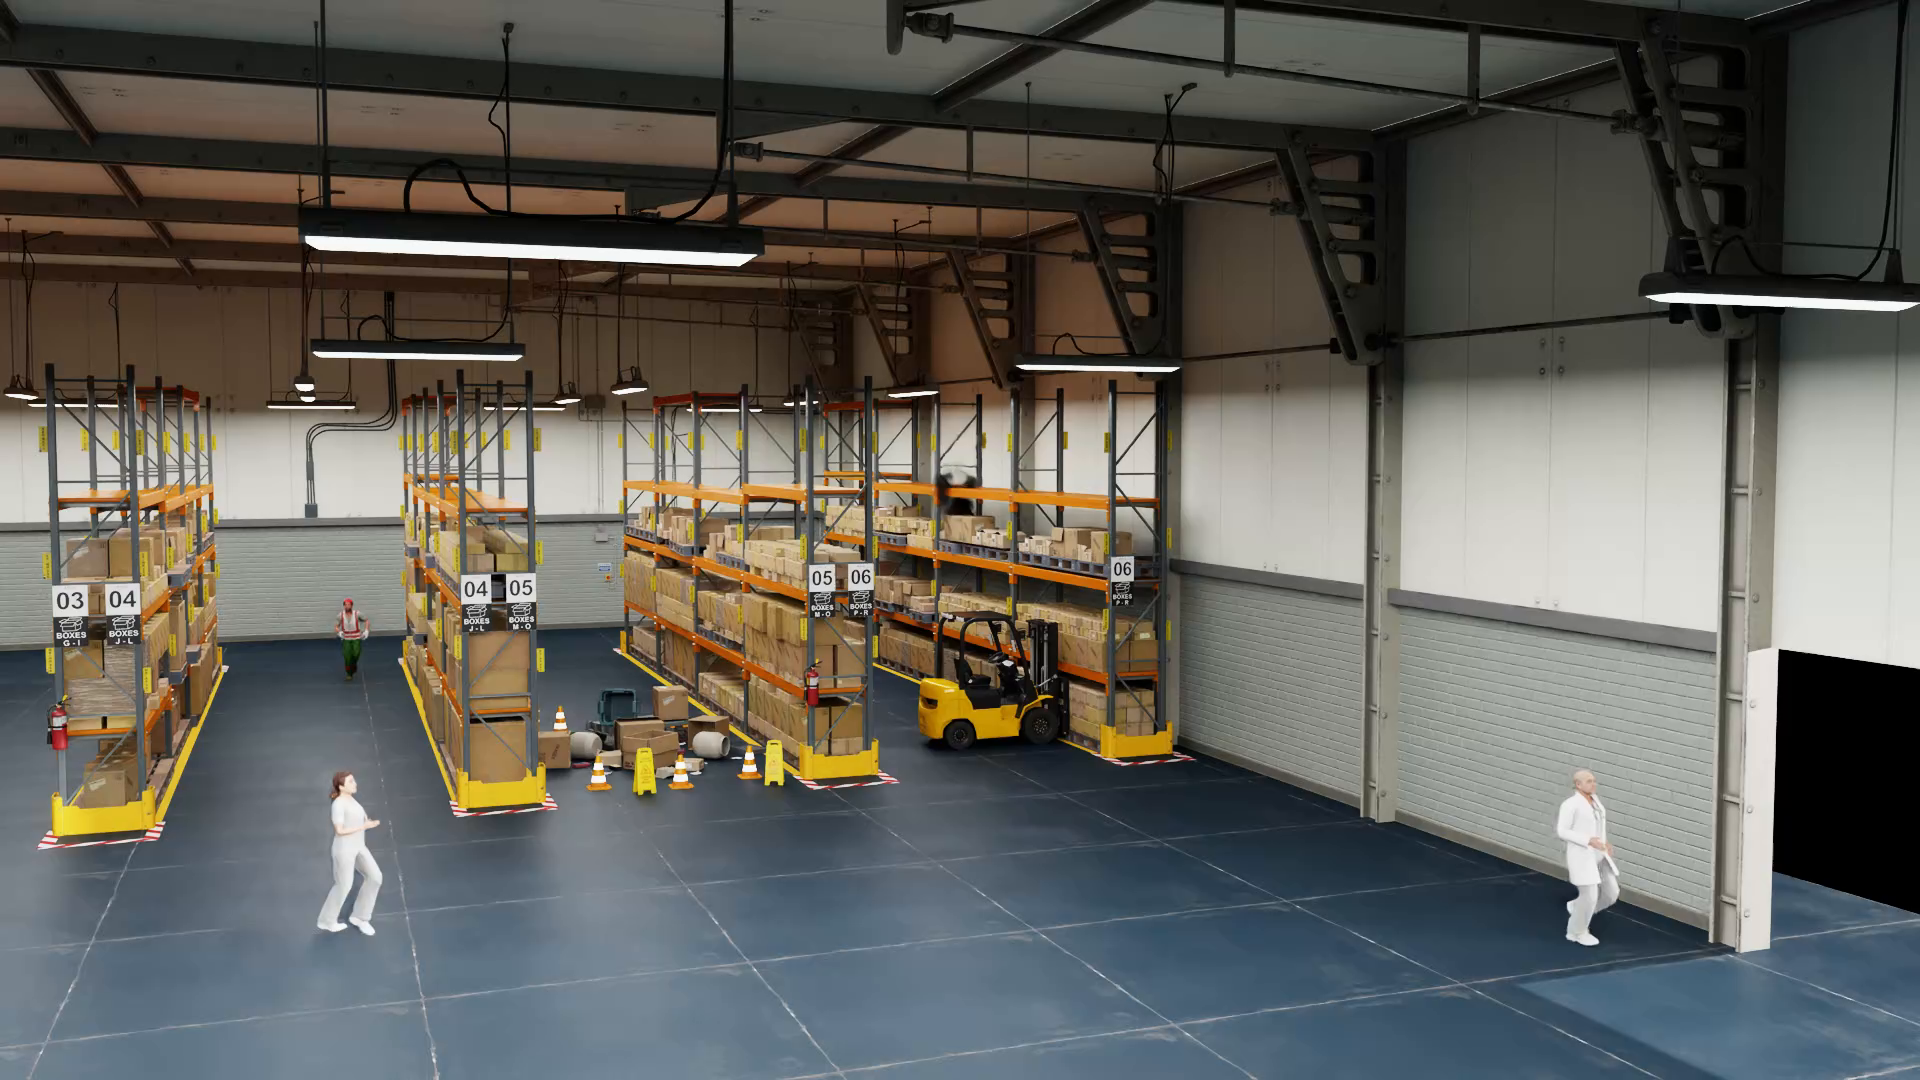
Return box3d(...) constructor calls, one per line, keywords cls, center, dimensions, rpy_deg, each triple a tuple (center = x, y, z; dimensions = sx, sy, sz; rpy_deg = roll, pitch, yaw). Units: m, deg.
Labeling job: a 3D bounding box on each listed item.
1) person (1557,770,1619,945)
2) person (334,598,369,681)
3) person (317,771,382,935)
box3d(cls="person", center=(6.269, 3.161, 16.534), dimensions=(0.702, 1.730, 0.649), rpy_deg=(-2, 4, -30))
box3d(cls="person", center=(-12.774, 2.095, 34.898), dimensions=(0.693, 1.740, 0.661), rpy_deg=(-1, 3, -15))
box3d(cls="person", center=(-6.187, 3.182, 16.859), dimensions=(0.691, 1.705, 0.544), rpy_deg=(0, 3, 7))
